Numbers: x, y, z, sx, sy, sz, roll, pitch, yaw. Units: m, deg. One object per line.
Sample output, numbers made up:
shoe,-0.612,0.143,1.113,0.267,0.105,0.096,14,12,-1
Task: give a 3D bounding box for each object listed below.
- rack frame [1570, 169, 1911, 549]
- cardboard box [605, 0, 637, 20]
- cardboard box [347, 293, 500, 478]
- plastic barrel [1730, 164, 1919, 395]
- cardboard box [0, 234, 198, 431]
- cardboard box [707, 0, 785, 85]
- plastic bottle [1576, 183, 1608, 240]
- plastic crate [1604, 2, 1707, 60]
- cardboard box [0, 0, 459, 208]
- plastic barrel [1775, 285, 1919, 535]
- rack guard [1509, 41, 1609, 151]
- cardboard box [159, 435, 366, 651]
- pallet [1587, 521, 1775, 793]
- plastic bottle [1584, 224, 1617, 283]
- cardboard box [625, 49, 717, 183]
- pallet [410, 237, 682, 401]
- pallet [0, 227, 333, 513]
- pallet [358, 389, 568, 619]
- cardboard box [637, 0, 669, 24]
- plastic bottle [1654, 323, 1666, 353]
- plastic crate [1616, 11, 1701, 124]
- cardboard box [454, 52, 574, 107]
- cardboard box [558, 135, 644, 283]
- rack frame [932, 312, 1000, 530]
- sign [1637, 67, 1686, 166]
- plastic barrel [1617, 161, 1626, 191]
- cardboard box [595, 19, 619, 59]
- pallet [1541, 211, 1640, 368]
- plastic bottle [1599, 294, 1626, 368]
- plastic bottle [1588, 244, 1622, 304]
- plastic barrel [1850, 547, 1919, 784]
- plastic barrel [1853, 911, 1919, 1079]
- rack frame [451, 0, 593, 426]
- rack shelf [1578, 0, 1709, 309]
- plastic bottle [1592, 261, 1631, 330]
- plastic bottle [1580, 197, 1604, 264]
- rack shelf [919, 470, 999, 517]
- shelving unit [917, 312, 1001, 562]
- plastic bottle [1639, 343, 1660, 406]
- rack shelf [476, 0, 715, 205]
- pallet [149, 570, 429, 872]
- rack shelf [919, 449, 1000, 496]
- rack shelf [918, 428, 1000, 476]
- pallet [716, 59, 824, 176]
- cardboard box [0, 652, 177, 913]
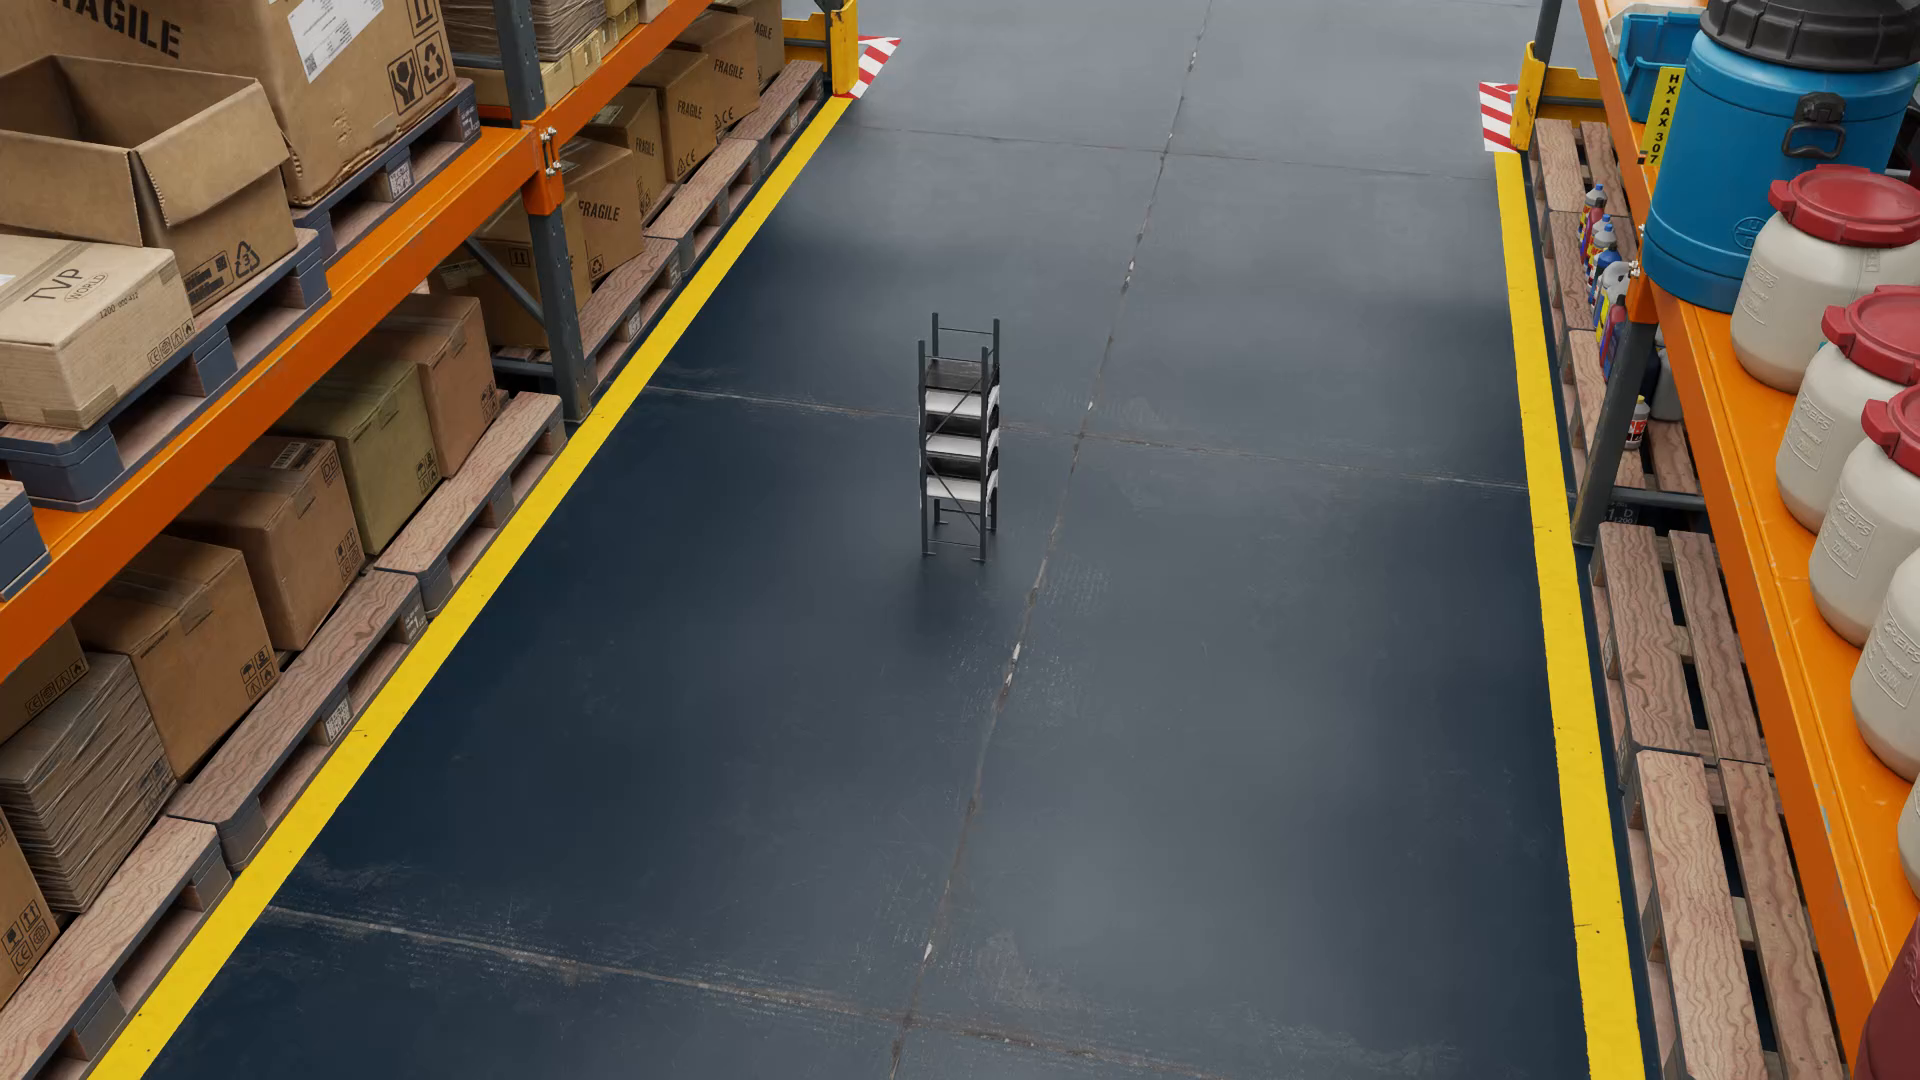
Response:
rack frame,2.792,-1.165,5.301,1.000,3.000,0.127,7,37,10
cardboard box,-1.749,-2.479,6.776,0.875,0.500,0.500,7,37,10
cardboard box,-2.199,-0.602,6.280,0.700,0.500,0.500,5,36,6
plastic barrel,2.373,-0.699,4.542,0.433,0.535,0.433,0,36,0
cardboard box,-2.319,-0.534,4.200,0.500,0.250,0.500,6,36,9
cardboard box,-1.342,-2.881,9.441,0.500,0.500,0.500,14,38,19
plastic bottle,2.954,-1.531,7.756,0.097,0.271,0.097,0,36,0
plastic crate,2.891,-2.021,6.706,0.530,0.136,0.437,7,37,10
cardboard box,-2.353,-1.760,5.254,1.000,1.000,1.000,8,37,10
plastic barrel,2.216,-0.278,3.962,0.433,0.535,0.433,0,36,0
rack guard,3.676,-2.396,9.130,1.175,0.500,0.348,7,37,10
cardboard box,-2.439,-0.010,5.463,0.700,0.500,0.500,4,36,6
pallet,2.662,0.420,5.491,1.003,0.211,1.213,7,37,10
plastic bottle,2.860,-1.277,7.406,0.097,0.271,0.097,0,36,0
cardboard box,-1.589,-2.177,8.470,0.500,0.500,0.500,11,37,14
pallet,-1.938,-1.046,7.513,1.003,0.211,1.213,7,37,10
pallet,-2.519,-0.555,4.623,1.003,0.211,1.213,7,37,10
pallet,-2.212,-0.210,6.360,1.003,0.211,1.213,7,37,10
cardboard box,-1.477,-2.340,7.137,0.380,0.149,0.250,7,37,10
plastic bottle,2.839,-0.751,6.676,0.152,0.276,0.135,7,37,10
plastic crate,2.763,-1.773,6.267,0.499,0.251,0.616,7,37,10
cardboard box,-1.707,-1.769,6.349,0.380,0.149,0.250,7,37,10
cardboard box,-1.808,-1.497,7.532,0.500,0.500,0.500,19,40,24
rack frame,0.020,-0.418,6.060,0.240,0.900,0.006,7,37,10
sign,2.257,-1.352,5.324,0.100,0.325,0.005,7,37,10
plastic barrel,3.473,-1.946,8.141,0.421,0.512,0.421,0,36,0
cardboard box,-1.615,-2.058,6.747,0.380,0.149,0.250,7,37,10
pallet,3.234,-1.117,7.611,1.003,0.211,1.213,7,37,10
plastic bottle,2.683,-0.857,6.816,0.061,0.283,0.133,10,37,13
plastic bottle,2.816,-1.161,7.246,0.097,0.271,0.097,0,36,0
plastic barrel,2.038,0.225,3.288,0.421,0.512,0.421,0,36,0
plastic barrel,1.740,0.769,2.516,0.600,0.536,0.708,7,37,10
rack frame,-2.047,-1.785,6.157,1.000,3.000,0.127,7,37,10
rack shelf,3.219,-2.020,7.094,1.077,0.370,4.000,7,37,10
plastic bottle,2.796,-1.033,7.065,0.152,0.276,0.135,8,37,11
plastic bottle,2.888,-1.408,7.577,0.061,0.283,0.133,8,37,11
rack shelf,-0.002,-0.187,6.105,0.258,0.077,0.200,7,37,10
shelving unit,-0.002,-0.360,5.980,0.258,0.900,0.210,7,37,10
plastic bottle,2.648,-0.676,6.508,0.144,0.351,0.185,6,36,9
rack shelf,-1.620,-2.641,7.951,1.077,0.370,4.000,7,37,10
pallet,-2.470,0.492,5.392,1.003,0.211,1.213,7,37,10
rack shelf,-0.002,-0.260,6.052,0.258,0.077,0.200,7,37,10
rack shelf,-0.002,-0.333,5.999,0.258,0.077,0.200,7,37,10
pallet,-1.417,-2.445,9.443,1.003,0.211,1.213,7,37,10
cardboard box,-2.672,0.635,4.572,0.700,0.500,0.500,4,36,6
